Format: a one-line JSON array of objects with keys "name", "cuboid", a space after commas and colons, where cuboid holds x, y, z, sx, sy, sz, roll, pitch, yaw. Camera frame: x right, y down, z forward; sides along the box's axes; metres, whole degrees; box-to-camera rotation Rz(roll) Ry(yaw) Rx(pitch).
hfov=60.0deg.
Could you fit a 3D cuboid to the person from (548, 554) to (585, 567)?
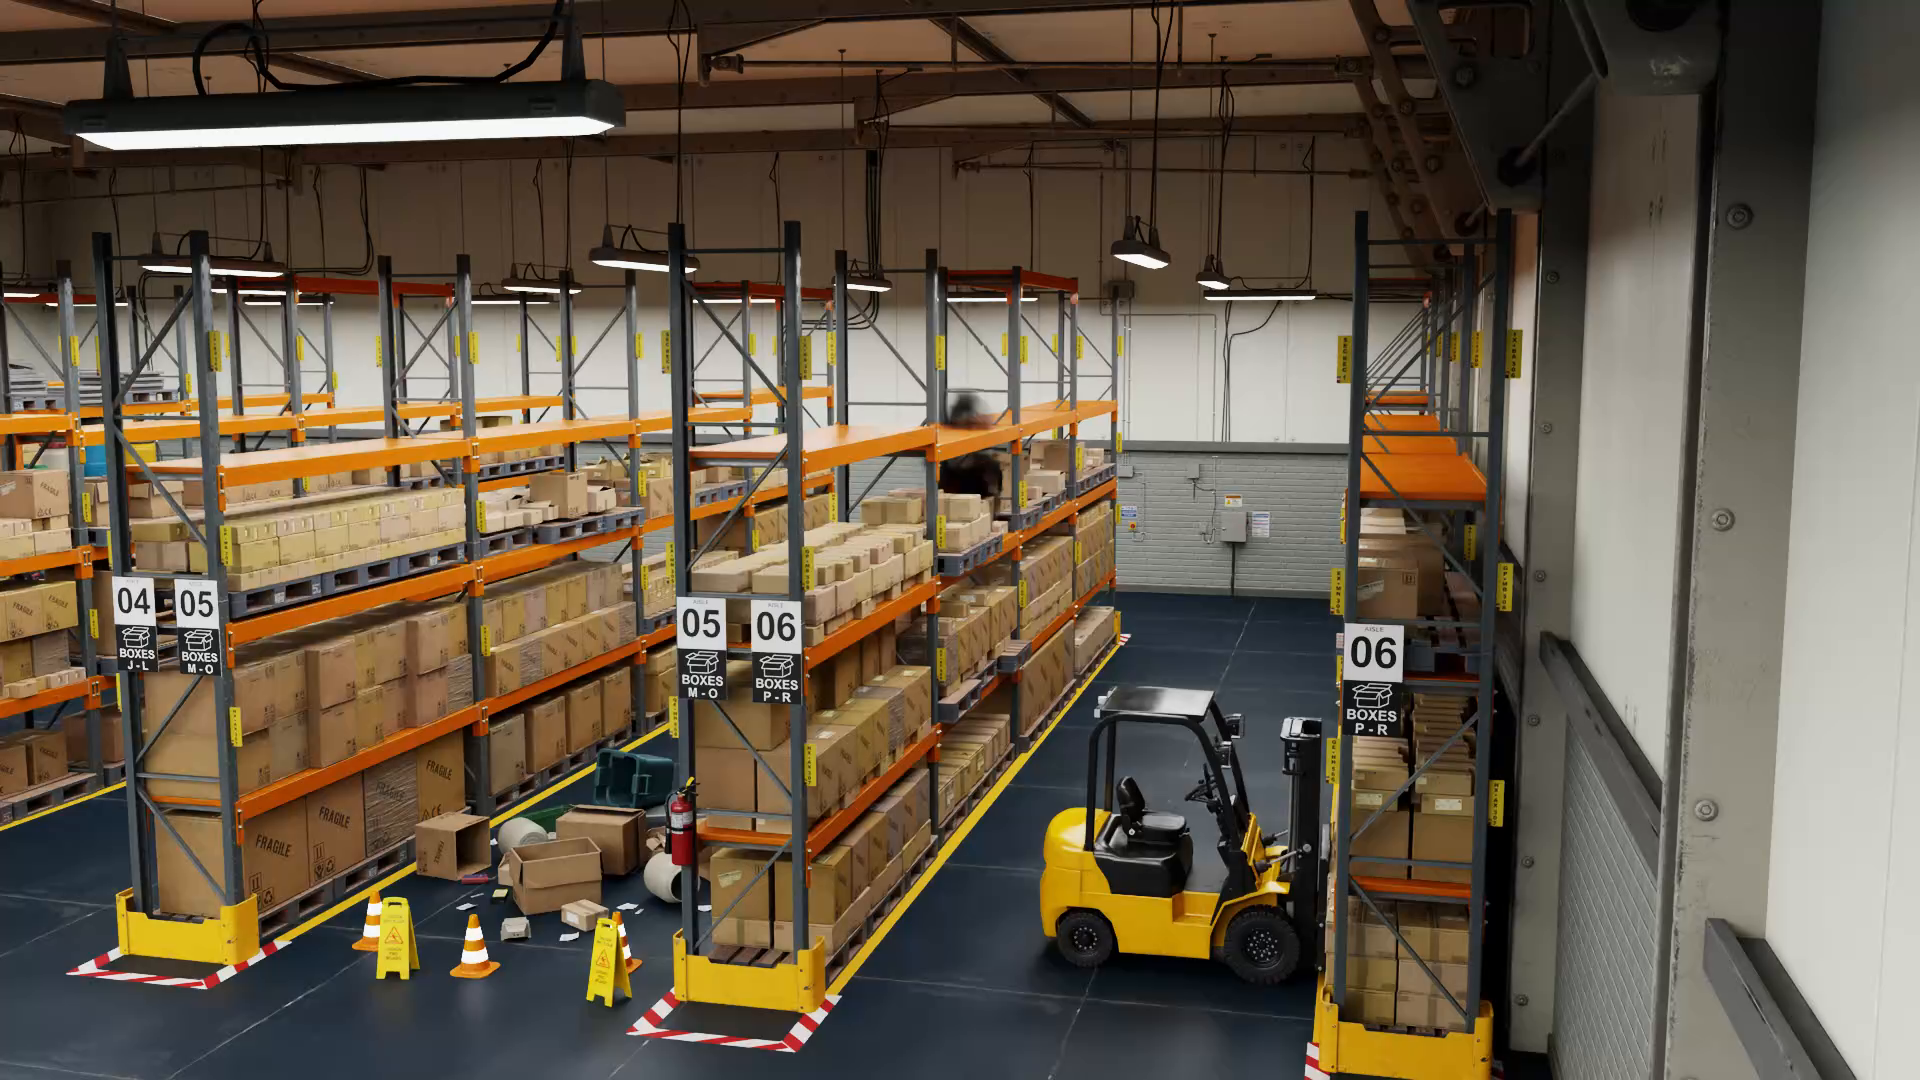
[{"name": "person", "cuboid": [-6.510, 0.957, 27.494, 0.666, 1.837, 0.812, 1, 7, 11]}]
